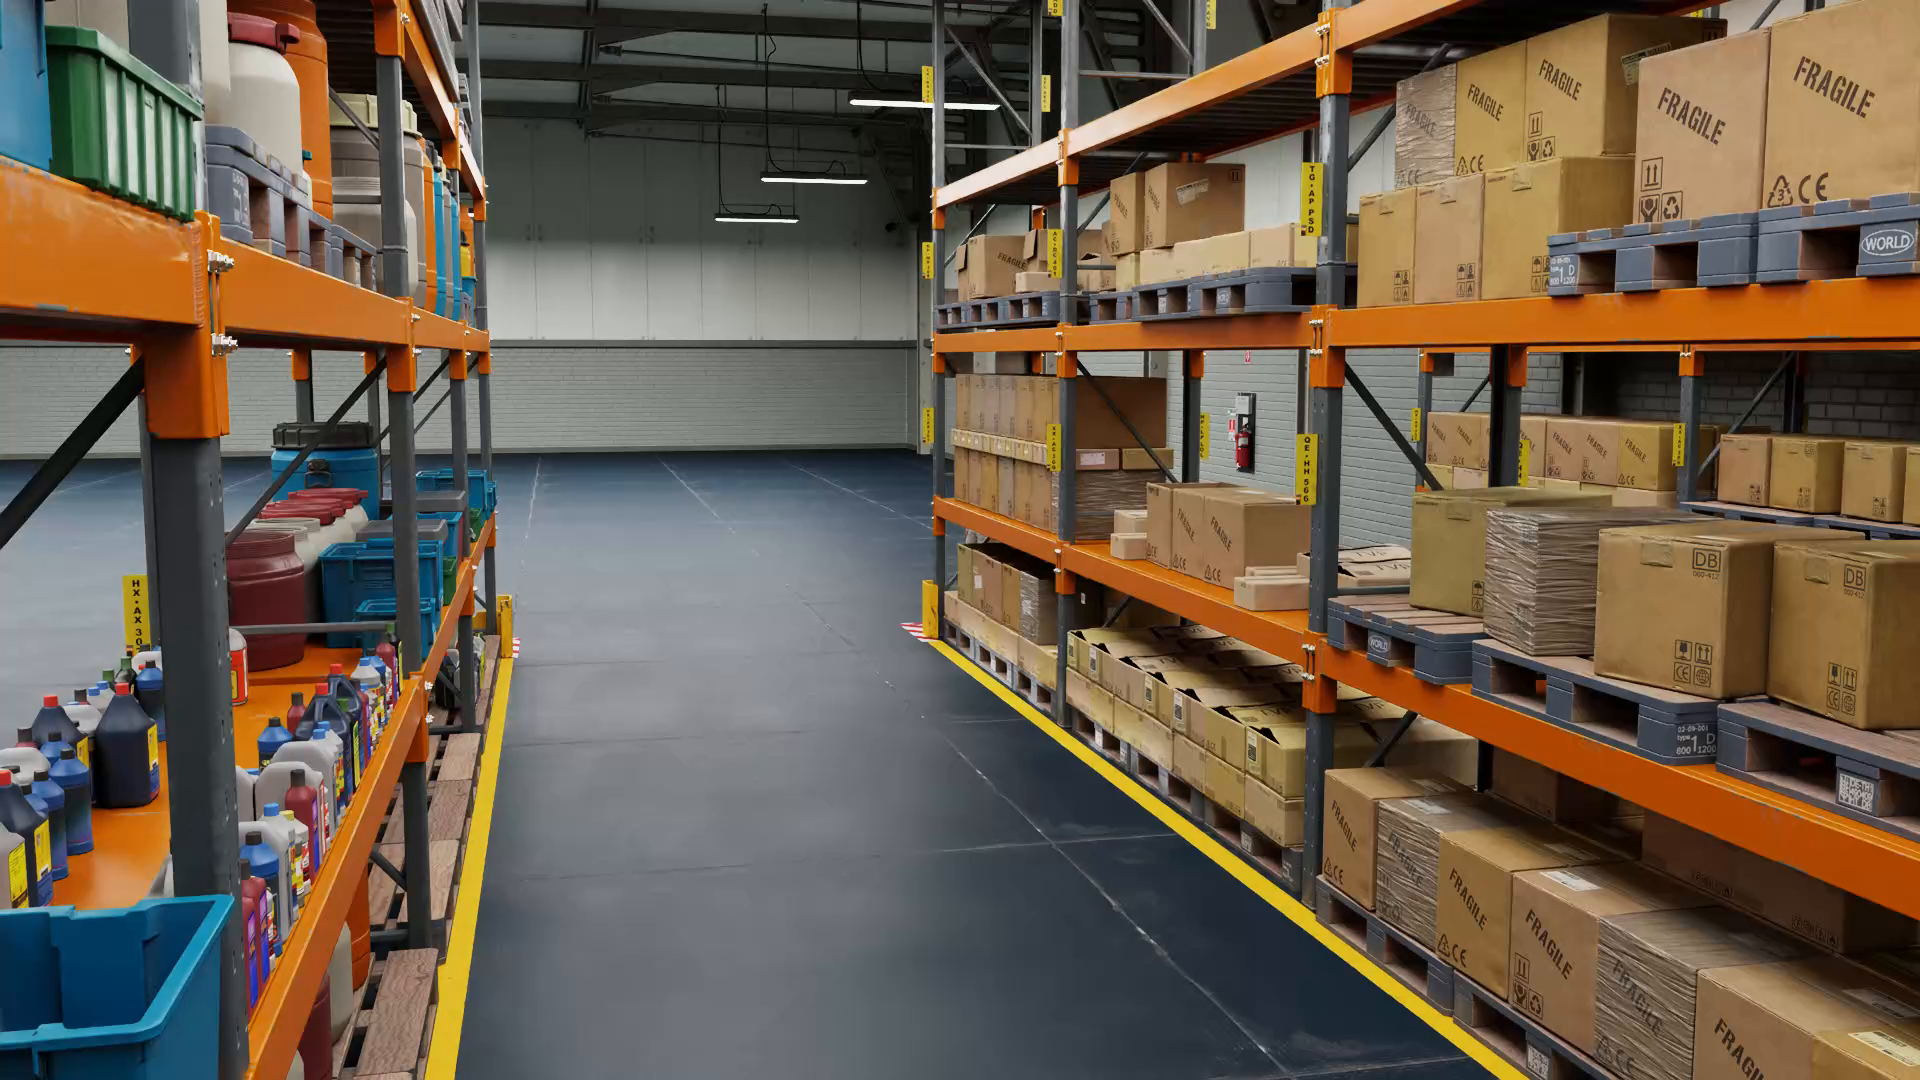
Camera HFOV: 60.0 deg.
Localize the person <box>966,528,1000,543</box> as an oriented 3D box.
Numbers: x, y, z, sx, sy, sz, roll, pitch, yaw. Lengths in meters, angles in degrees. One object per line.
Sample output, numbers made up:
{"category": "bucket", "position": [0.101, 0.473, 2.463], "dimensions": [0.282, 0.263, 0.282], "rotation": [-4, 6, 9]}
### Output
{"category": "person", "position": [0.184, -0.079, 16.784], "dimensions": [0.529, 1.669, 0.598], "rotation": [-3, 7, -27]}
